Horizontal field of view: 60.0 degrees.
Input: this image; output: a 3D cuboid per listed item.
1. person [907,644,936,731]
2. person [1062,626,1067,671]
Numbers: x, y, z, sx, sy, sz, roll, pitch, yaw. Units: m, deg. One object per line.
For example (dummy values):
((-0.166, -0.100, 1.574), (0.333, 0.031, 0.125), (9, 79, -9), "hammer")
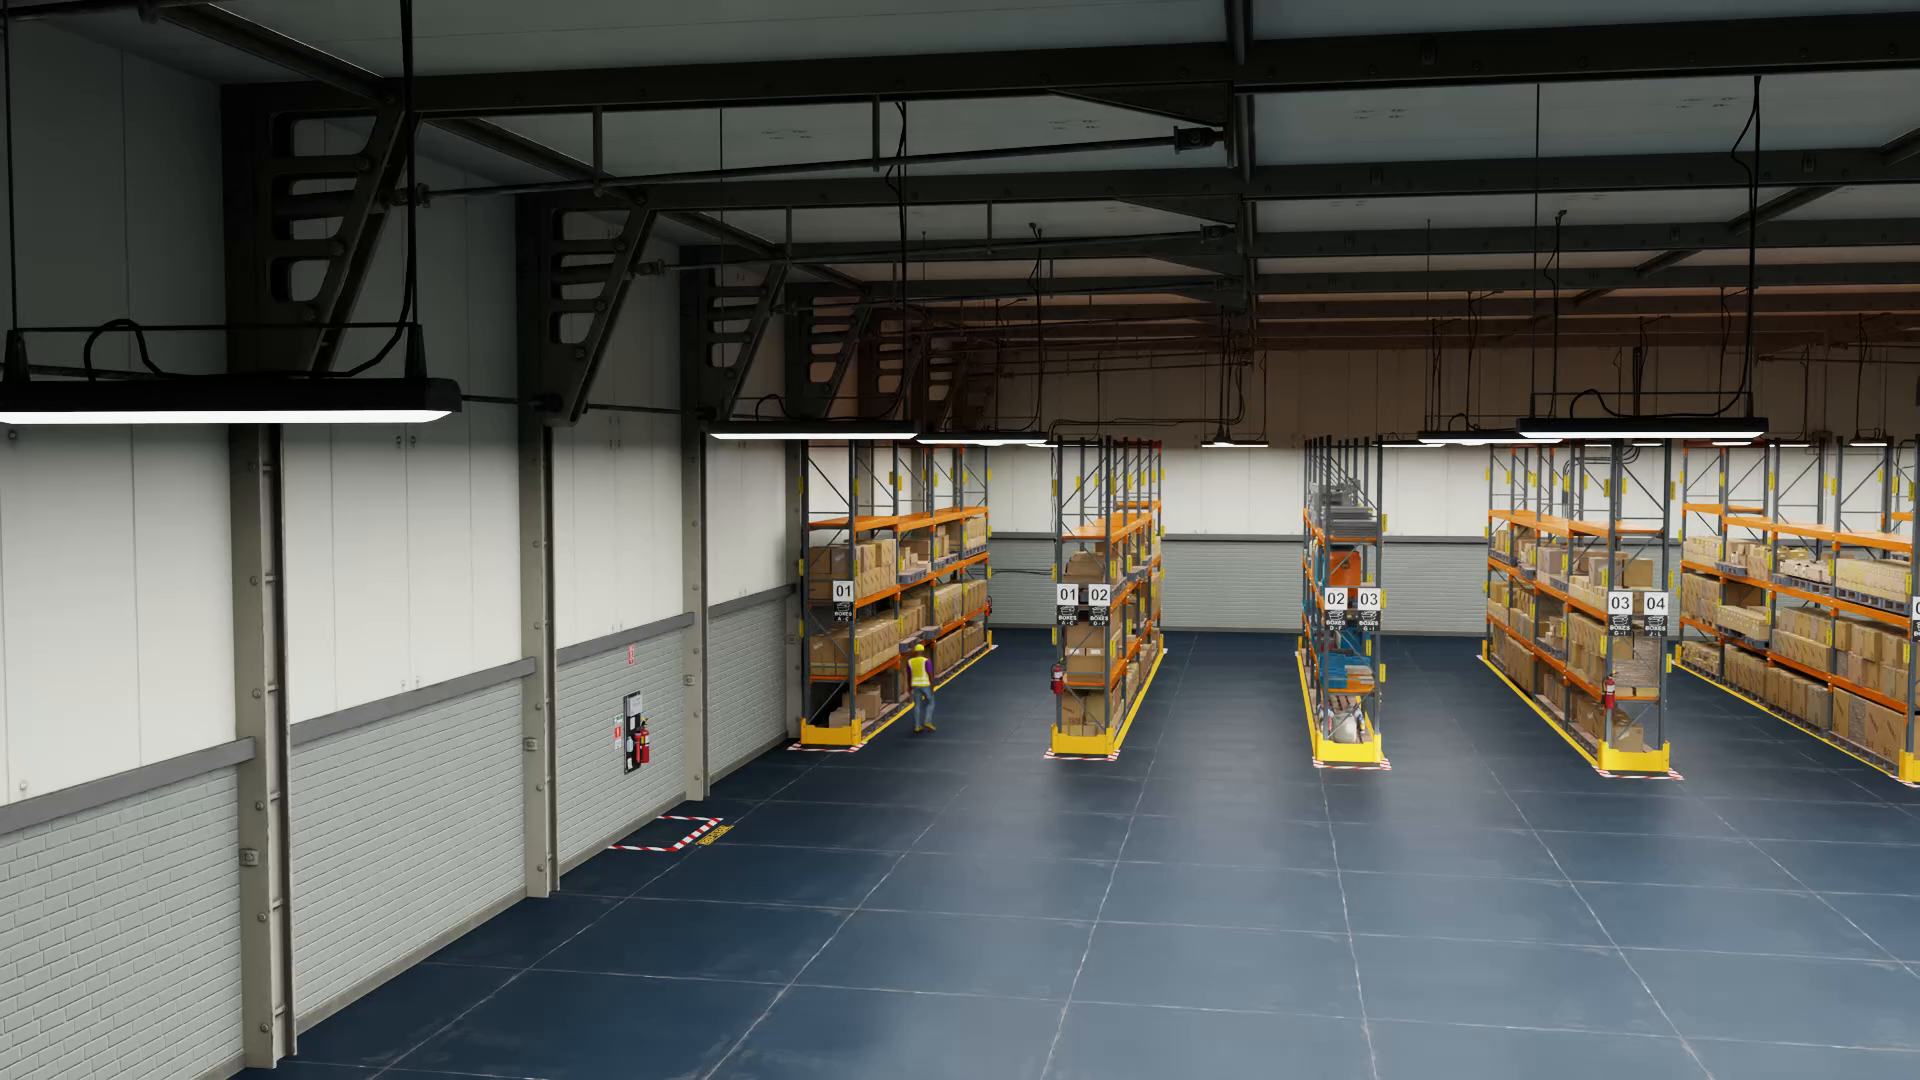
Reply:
((-0.813, 3.006, 33.918), (0.641, 1.766, 0.525), (1, 3, 24), "person")
((2.910, 2.578, 42.738), (0.661, 1.680, 0.834), (1, 3, 11), "person")
